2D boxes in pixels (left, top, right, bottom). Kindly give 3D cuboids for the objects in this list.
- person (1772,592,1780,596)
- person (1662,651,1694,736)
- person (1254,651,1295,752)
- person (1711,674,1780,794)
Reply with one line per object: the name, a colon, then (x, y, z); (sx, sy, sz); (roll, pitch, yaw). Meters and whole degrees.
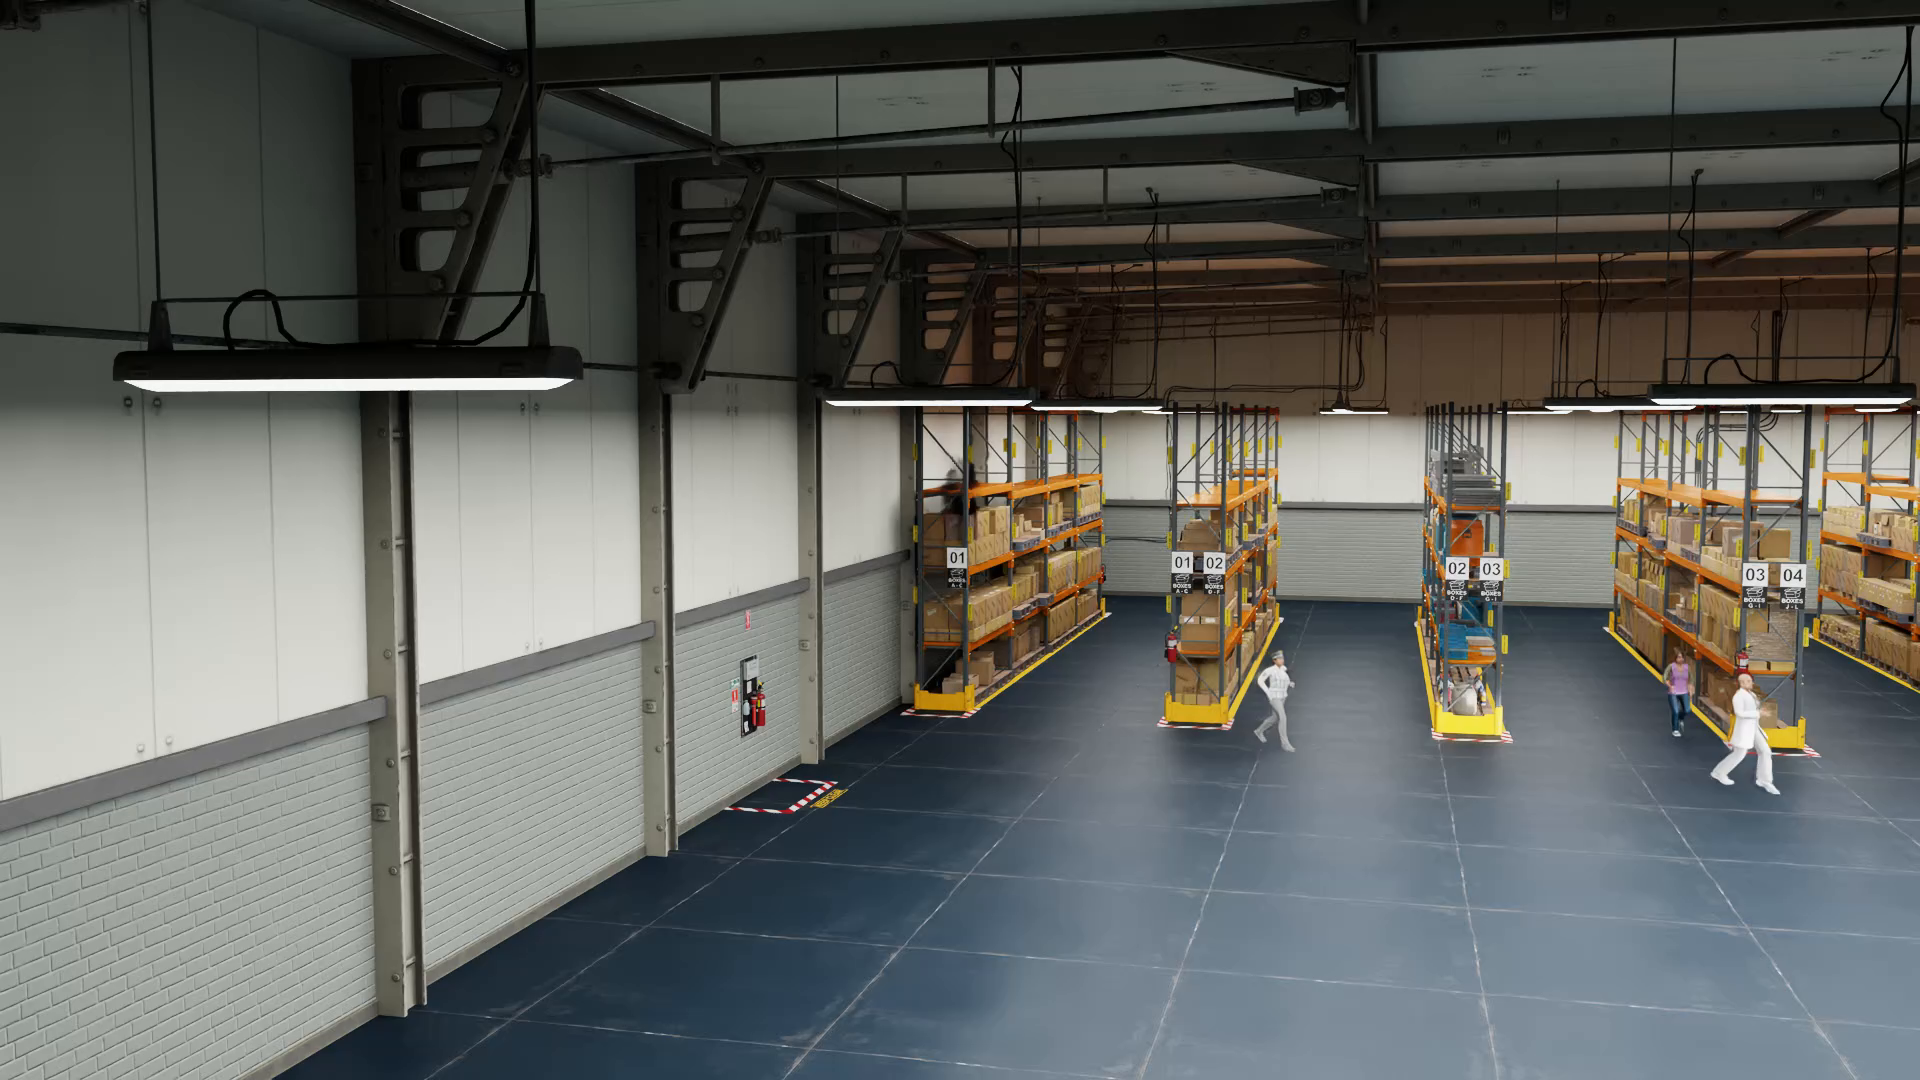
person: (20.530, 1.779, 41.408); (0.654, 1.737, 0.709); (1, 4, 18)
person: (12.842, 2.747, 29.722); (0.564, 1.545, 0.541); (1, 4, 10)
person: (5.475, 2.752, 28.778); (0.597, 1.720, 0.868); (-4, 6, -44)
person: (12.105, 2.958, 25.574); (0.729, 1.811, 0.974); (-4, 6, -40)
